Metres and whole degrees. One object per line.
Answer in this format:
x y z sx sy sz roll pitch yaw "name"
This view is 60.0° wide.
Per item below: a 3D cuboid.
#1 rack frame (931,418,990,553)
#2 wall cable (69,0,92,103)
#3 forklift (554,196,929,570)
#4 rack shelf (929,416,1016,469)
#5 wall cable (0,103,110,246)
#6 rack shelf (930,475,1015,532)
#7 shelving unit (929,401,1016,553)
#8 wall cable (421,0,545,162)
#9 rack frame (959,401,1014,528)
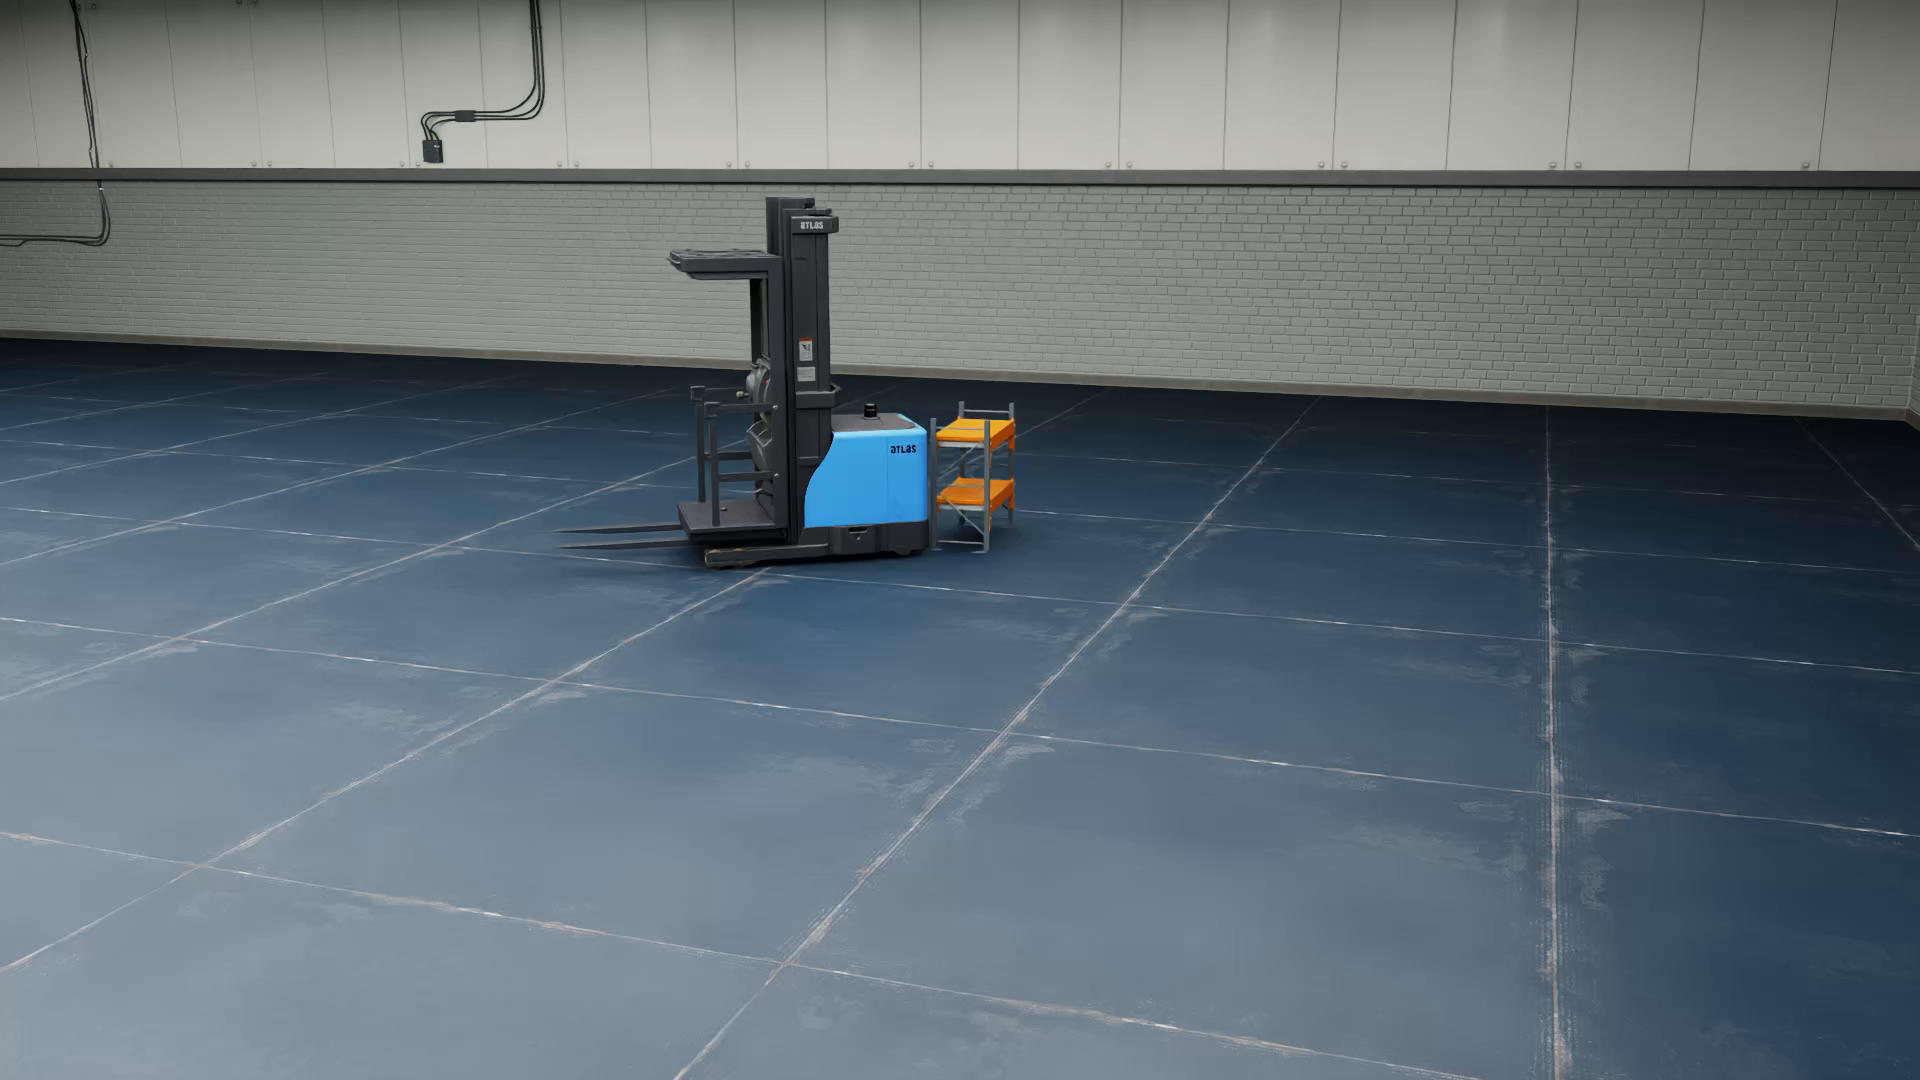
0.002 -0.454 13.951 0.500 1.125 0.032 3 13 13 "rack frame"
-14.111 -8.831 28.585 3.097 2.526 0.112 4 14 18 "wall cable"
-1.833 -1.313 13.654 3.031 2.935 1.130 -3 13 -15 "forklift"
0.119 -0.850 14.368 0.538 0.278 1.000 3 13 13 "rack shelf"
-16.670 -6.564 30.000 3.097 2.526 0.112 4 14 18 "wall cable"
0.119 -0.326 14.488 0.538 0.278 1.000 3 13 13 "rack shelf"
0.119 -0.564 14.433 0.538 1.125 1.048 3 13 13 "shelving unit"
-7.693 -9.049 26.267 2.305 6.003 0.169 4 14 18 "wall cable"
0.237 -0.675 14.915 0.500 1.125 0.032 3 13 13 "rack frame"
